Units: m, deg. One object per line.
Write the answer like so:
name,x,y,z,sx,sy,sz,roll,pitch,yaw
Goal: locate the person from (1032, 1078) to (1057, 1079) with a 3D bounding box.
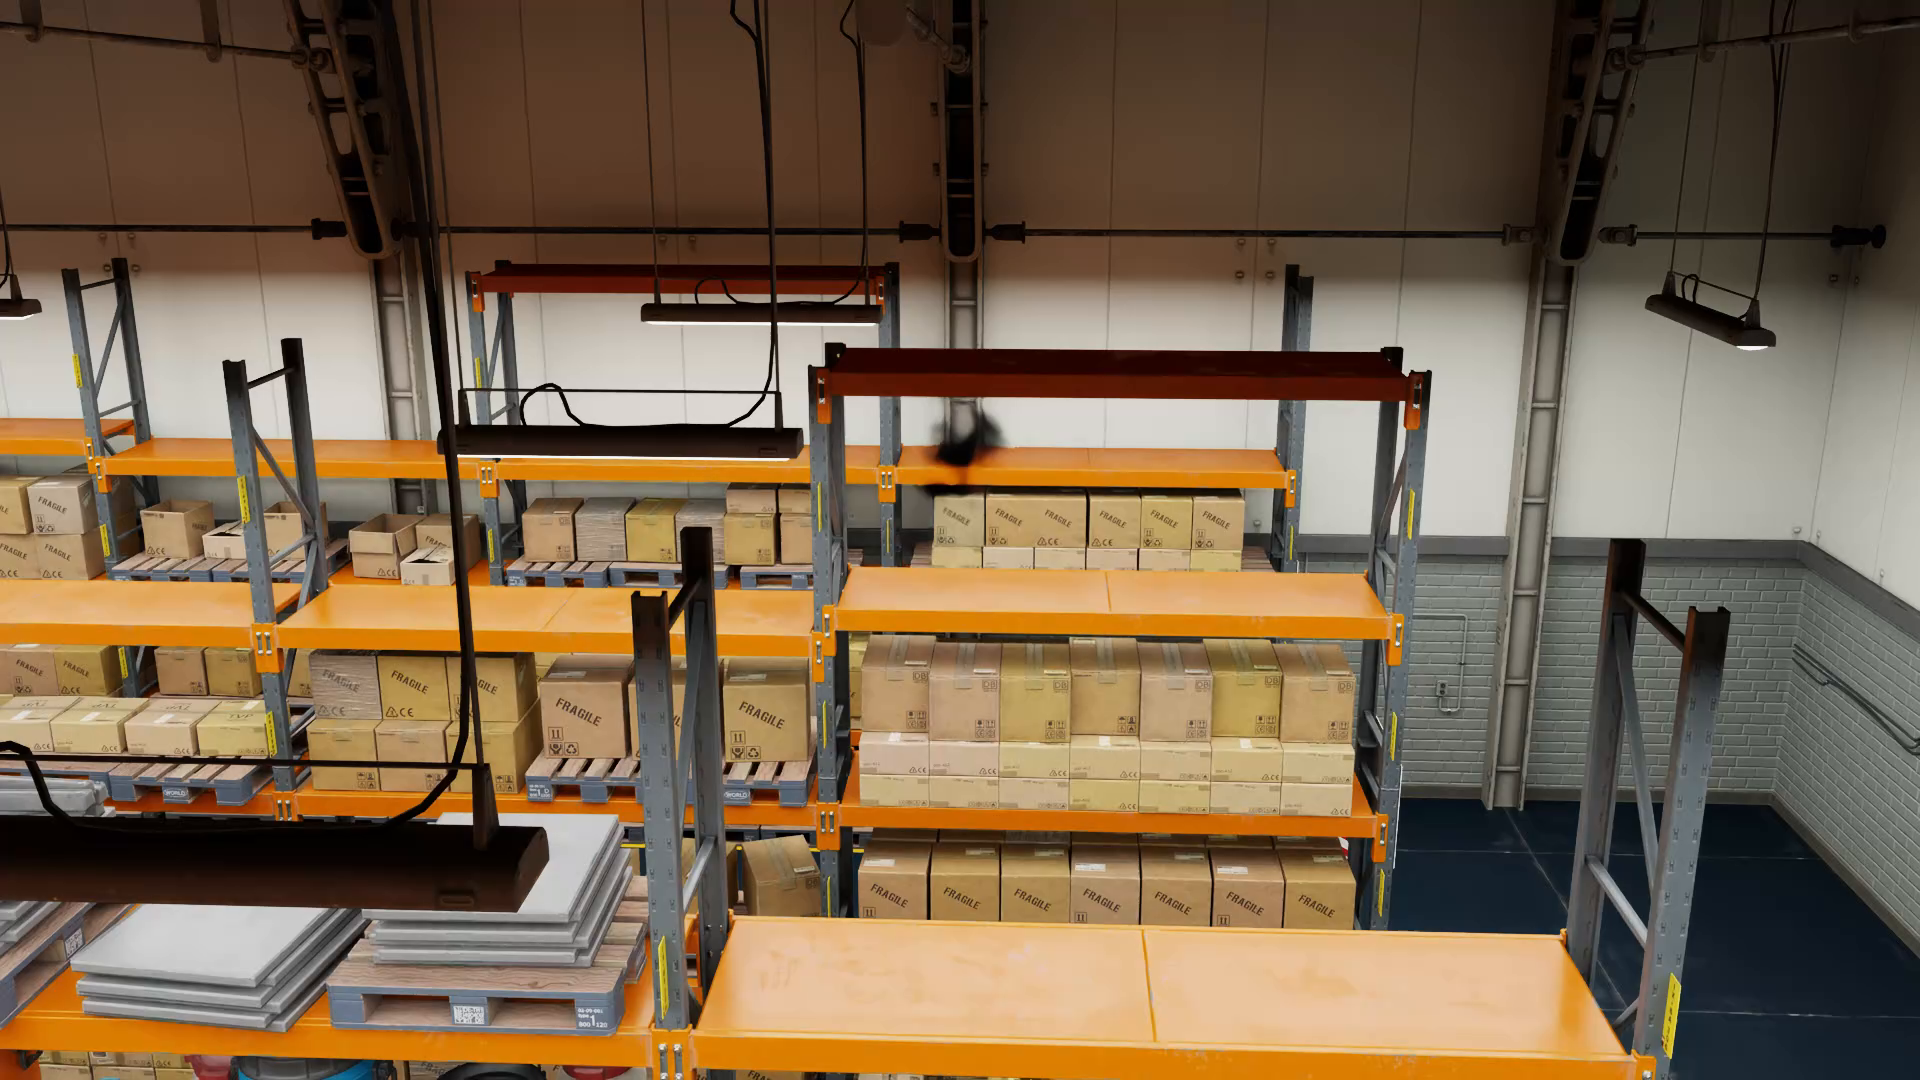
person,0.576,4.244,10.935,0.911,1.647,0.584,-3,16,-9
